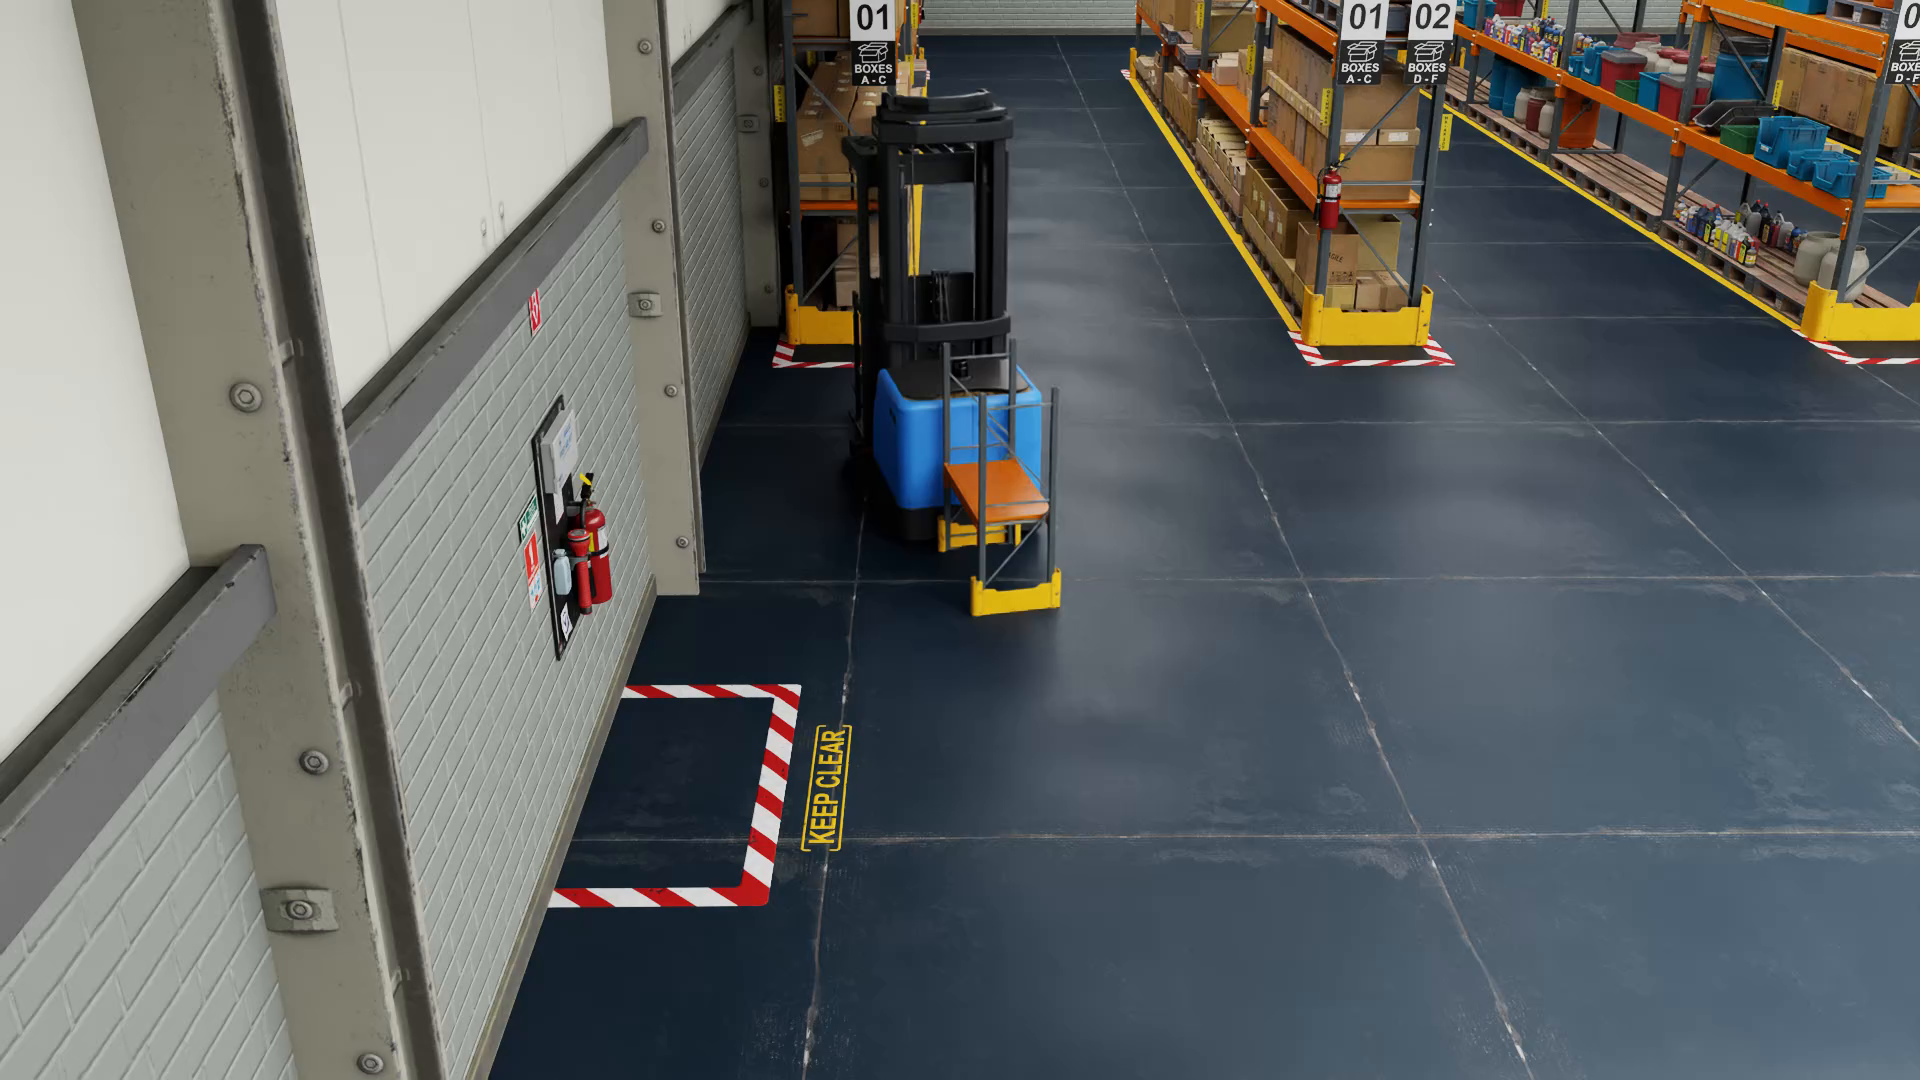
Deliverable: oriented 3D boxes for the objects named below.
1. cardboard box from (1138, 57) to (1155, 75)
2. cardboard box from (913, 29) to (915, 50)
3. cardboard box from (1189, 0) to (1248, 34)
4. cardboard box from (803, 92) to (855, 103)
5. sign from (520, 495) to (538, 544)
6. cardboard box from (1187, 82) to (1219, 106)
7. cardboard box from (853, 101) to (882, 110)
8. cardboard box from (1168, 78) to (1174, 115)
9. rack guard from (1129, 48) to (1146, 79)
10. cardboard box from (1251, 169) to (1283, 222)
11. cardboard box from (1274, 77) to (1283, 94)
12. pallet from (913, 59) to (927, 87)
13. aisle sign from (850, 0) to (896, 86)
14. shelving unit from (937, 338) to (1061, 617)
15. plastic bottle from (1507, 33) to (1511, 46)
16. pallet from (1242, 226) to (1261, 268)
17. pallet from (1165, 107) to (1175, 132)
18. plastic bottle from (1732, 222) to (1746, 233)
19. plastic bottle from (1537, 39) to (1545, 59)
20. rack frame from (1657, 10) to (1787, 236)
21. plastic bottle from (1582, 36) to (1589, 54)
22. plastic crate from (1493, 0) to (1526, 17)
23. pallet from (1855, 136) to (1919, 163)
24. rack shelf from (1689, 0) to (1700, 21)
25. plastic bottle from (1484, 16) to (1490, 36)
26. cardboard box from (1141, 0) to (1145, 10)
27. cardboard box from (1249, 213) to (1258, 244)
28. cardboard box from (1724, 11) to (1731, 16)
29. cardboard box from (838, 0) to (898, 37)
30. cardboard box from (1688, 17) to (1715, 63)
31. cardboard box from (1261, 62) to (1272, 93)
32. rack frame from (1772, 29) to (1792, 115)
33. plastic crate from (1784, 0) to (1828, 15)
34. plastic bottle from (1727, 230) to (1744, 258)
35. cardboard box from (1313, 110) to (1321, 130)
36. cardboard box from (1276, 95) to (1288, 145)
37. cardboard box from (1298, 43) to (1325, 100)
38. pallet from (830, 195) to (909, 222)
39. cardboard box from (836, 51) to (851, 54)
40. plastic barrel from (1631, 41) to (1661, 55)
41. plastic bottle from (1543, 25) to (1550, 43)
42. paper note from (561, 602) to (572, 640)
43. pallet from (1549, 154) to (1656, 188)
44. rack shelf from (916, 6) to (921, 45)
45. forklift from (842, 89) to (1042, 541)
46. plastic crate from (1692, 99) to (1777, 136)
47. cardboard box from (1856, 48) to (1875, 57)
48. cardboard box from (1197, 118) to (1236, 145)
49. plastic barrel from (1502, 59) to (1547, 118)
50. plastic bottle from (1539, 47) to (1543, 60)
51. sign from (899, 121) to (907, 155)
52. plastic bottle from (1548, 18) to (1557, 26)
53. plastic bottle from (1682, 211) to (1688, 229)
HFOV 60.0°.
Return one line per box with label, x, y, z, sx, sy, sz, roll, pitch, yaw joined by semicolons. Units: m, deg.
cardboard box;3.434;-8.407;29.502;0.500;0.250;0.500;0;24;-1
cardboard box;-0.906;-7.178;23.475;0.500;0.500;0.500;1;24;1
cardboard box;3.830;-7.752;24.619;0.700;0.500;0.500;-6;25;-14
cardboard box;-1.296;-4.171;16.579;0.500;0.500;0.500;-1;24;-2
sign;-1.980;-0.099;7.644;0.001;0.109;0.331;0;24;-1
cardboard box;3.543;-6.405;23.862;0.500;0.250;0.500;1;24;1
cardboard box;-0.773;-3.959;16.110;0.500;0.500;0.500;0;24;0
cardboard box;3.528;-6.884;25.831;0.500;0.500;0.500;0;24;0
rack guard;3.707;-8.721;30.426;1.175;0.500;0.348;0;24;-1
cardboard box;3.542;-3.828;18.491;0.500;0.500;0.500;0;24;-1
cardboard box;3.653;-4.966;18.182;0.380;0.149;0.250;-1;24;-2
pallet;-1.046;-6.190;22.030;1.213;0.211;1.003;0;24;-1
aisle sign;-0.772;-4.431;14.752;0.394;0.787;0.004;0;24;-1
shelving unit;0.245;-0.434;10.890;0.587;1.500;1.083;-5;25;-12
plastic bottle;8.311;-7.551;25.047;0.097;0.201;0.097;0;24;0
pallet;3.804;-3.348;18.896;1.003;0.211;1.213;0;24;-1
pallet;3.796;-6.637;26.170;1.003;0.211;1.213;0;24;-1
plastic bottle;8.538;-3.350;18.289;0.152;0.276;0.135;0;24;-1
plastic bottle;8.325;-7.025;23.798;0.097;0.271;0.097;0;24;0
rack frame;8.790;-4.967;19.093;1.000;3.000;0.127;0;24;-1
plastic bottle;9.081;-7.165;24.109;0.097;0.271;0.097;0;24;0
plastic crate;8.944;-8.689;27.172;0.402;0.464;0.583;0;24;-1
pallet;13.766;-5.692;24.080;1.003;0.211;1.213;0;24;-1
rack shelf;8.768;-6.830;20.445;1.077;0.370;4.000;0;24;-1
plastic bottle;8.280;-8.058;26.067;0.061;0.283;0.133;0;24;-1
cardboard box;3.458;-9.540;29.082;0.500;0.500;0.500;0;24;-1
cardboard box;3.539;-3.486;18.646;0.500;0.250;0.500;0;24;-1
cardboard box;13.304;-9.038;28.399;0.380;0.149;0.250;-1;24;-2
cardboard box;-0.827;-4.835;15.014;0.500;0.500;0.500;0;24;1
cardboard box;13.699;-8.894;29.844;0.875;0.875;0.875;0;24;-1
cardboard box;3.839;-5.526;20.206;0.500;0.500;0.500;1;24;3
rack frame;13.655;-8.286;26.431;1.000;3.000;0.127;0;24;-1
plastic crate;8.512;-5.463;16.568;0.392;0.384;0.575;0;24;-1
plastic bottle;8.398;-3.194;17.944;0.152;0.276;0.135;-1;24;-2
cardboard box;3.678;-4.113;16.295;0.380;0.149;0.250;0;24;0
cardboard box;3.860;-4.592;18.142;0.700;0.500;0.500;-1;24;-1
cardboard box;3.864;-4.780;16.983;0.700;0.500;0.500;0;24;-1
pallet;-1.127;-3.973;20.278;1.003;0.211;1.213;0;24;-1
cardboard box;-1.087;-5.609;19.856;0.700;0.500;0.500;2;24;5
plastic barrel;8.971;-6.243;21.779;0.421;0.512;0.421;0;24;0
plastic bottle;8.915;-7.678;25.242;0.097;0.271;0.097;0;24;0
paper note;-1.958;0.407;8.280;0.016;0.148;0.142;0;24;-1
pallet;8.716;-5.026;22.605;1.003;0.211;1.213;0;24;-1
rack shelf;-1.226;-8.716;28.253;1.077;0.370;4.000;0;24;-1
forklift;-0.250;-1.909;12.415;1.130;2.935;3.031;-5;25;-12
plastic crate;8.668;-4.723;18.627;0.767;0.338;0.504;0;24;-1
cardboard box;13.437;-7.305;24.140;0.500;0.500;0.500;-1;24;-2
cardboard box;3.505;-5.572;22.576;0.500;0.311;0.500;1;24;1
plastic barrel;8.699;-6.983;25.586;0.600;0.901;0.708;0;24;-1
plastic bottle;8.327;-6.953;23.724;0.097;0.201;0.097;0;24;0
sign;-0.530;-3.671;15.177;0.100;0.325;0.005;0;24;-1
plastic bottle;9.042;-7.788;25.389;0.144;0.351;0.185;0;24;-1
plastic bottle;8.357;-3.676;19.099;0.097;0.201;0.097;0;24;0
